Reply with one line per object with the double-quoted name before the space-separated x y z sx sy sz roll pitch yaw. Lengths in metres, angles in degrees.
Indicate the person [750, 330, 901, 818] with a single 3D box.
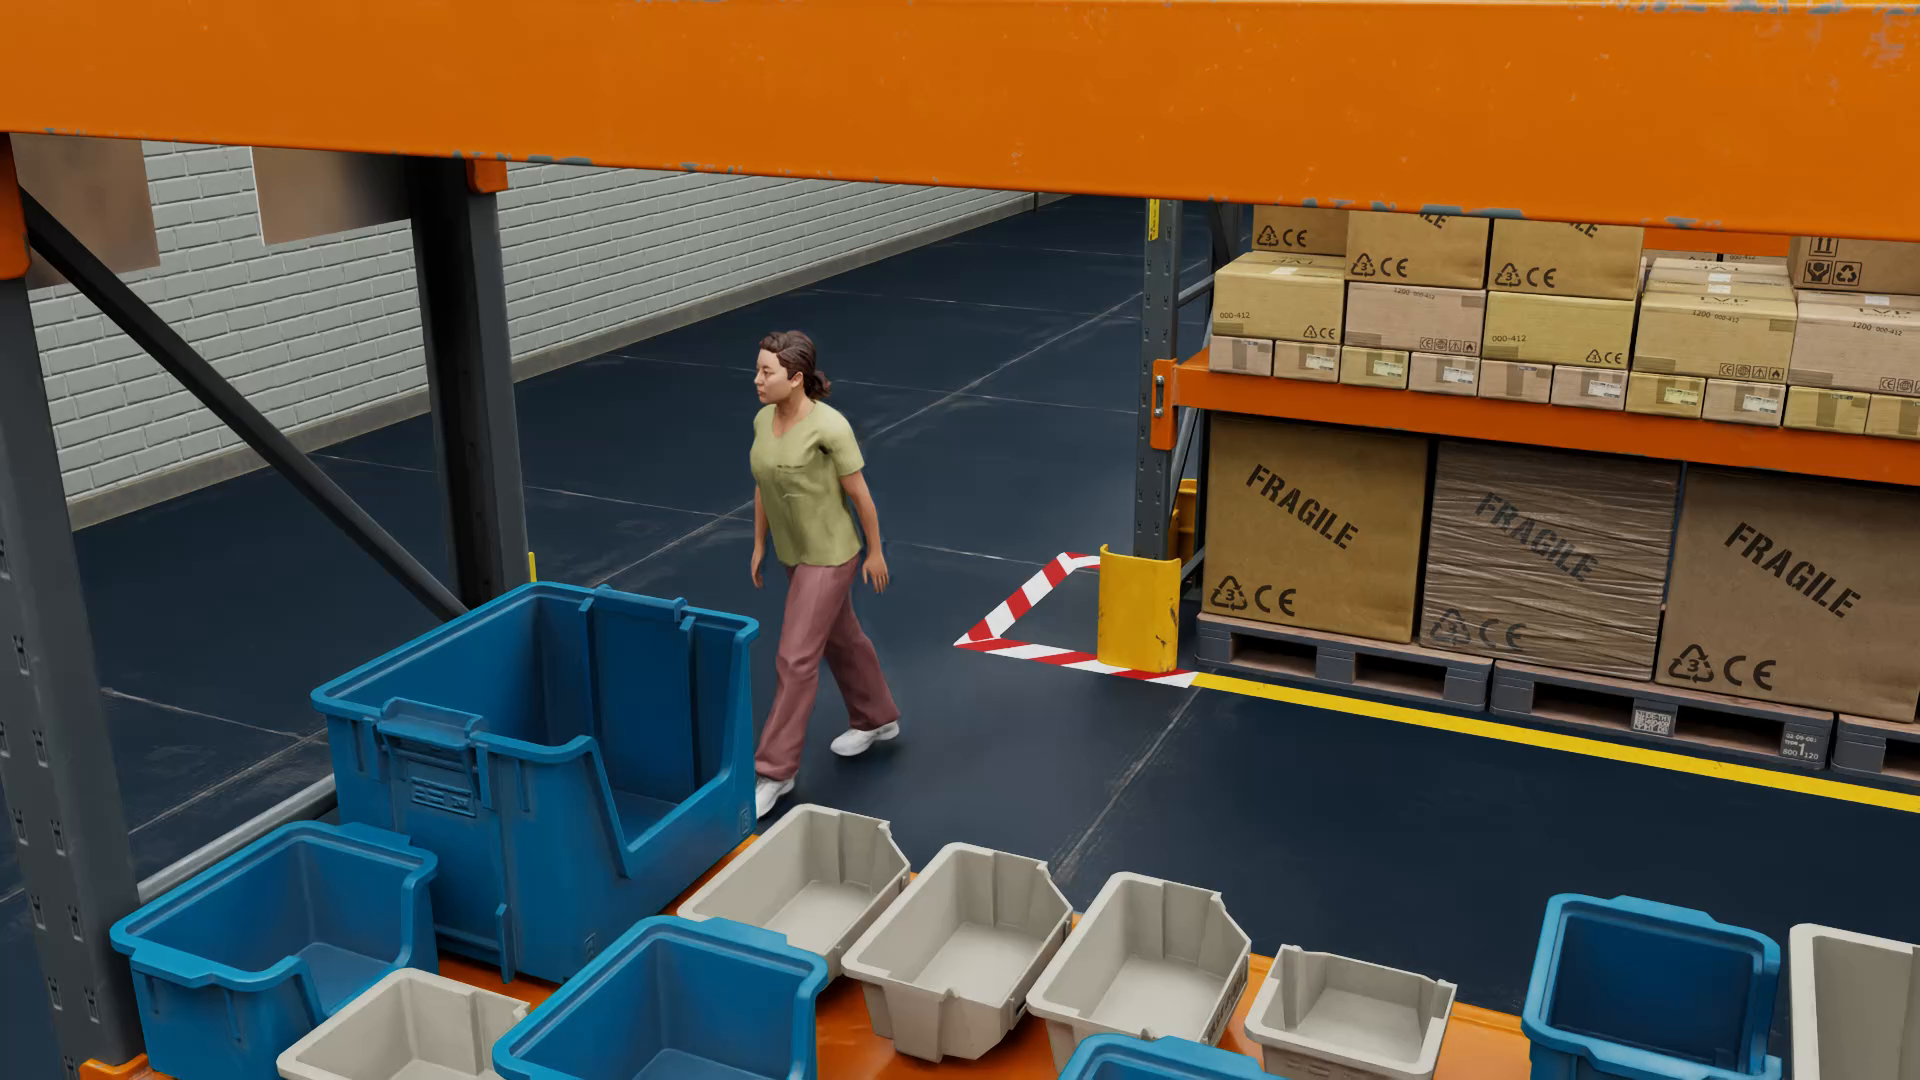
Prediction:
"person" -0.566 0.069 5.864 0.832 1.642 0.469 -16 25 -38
